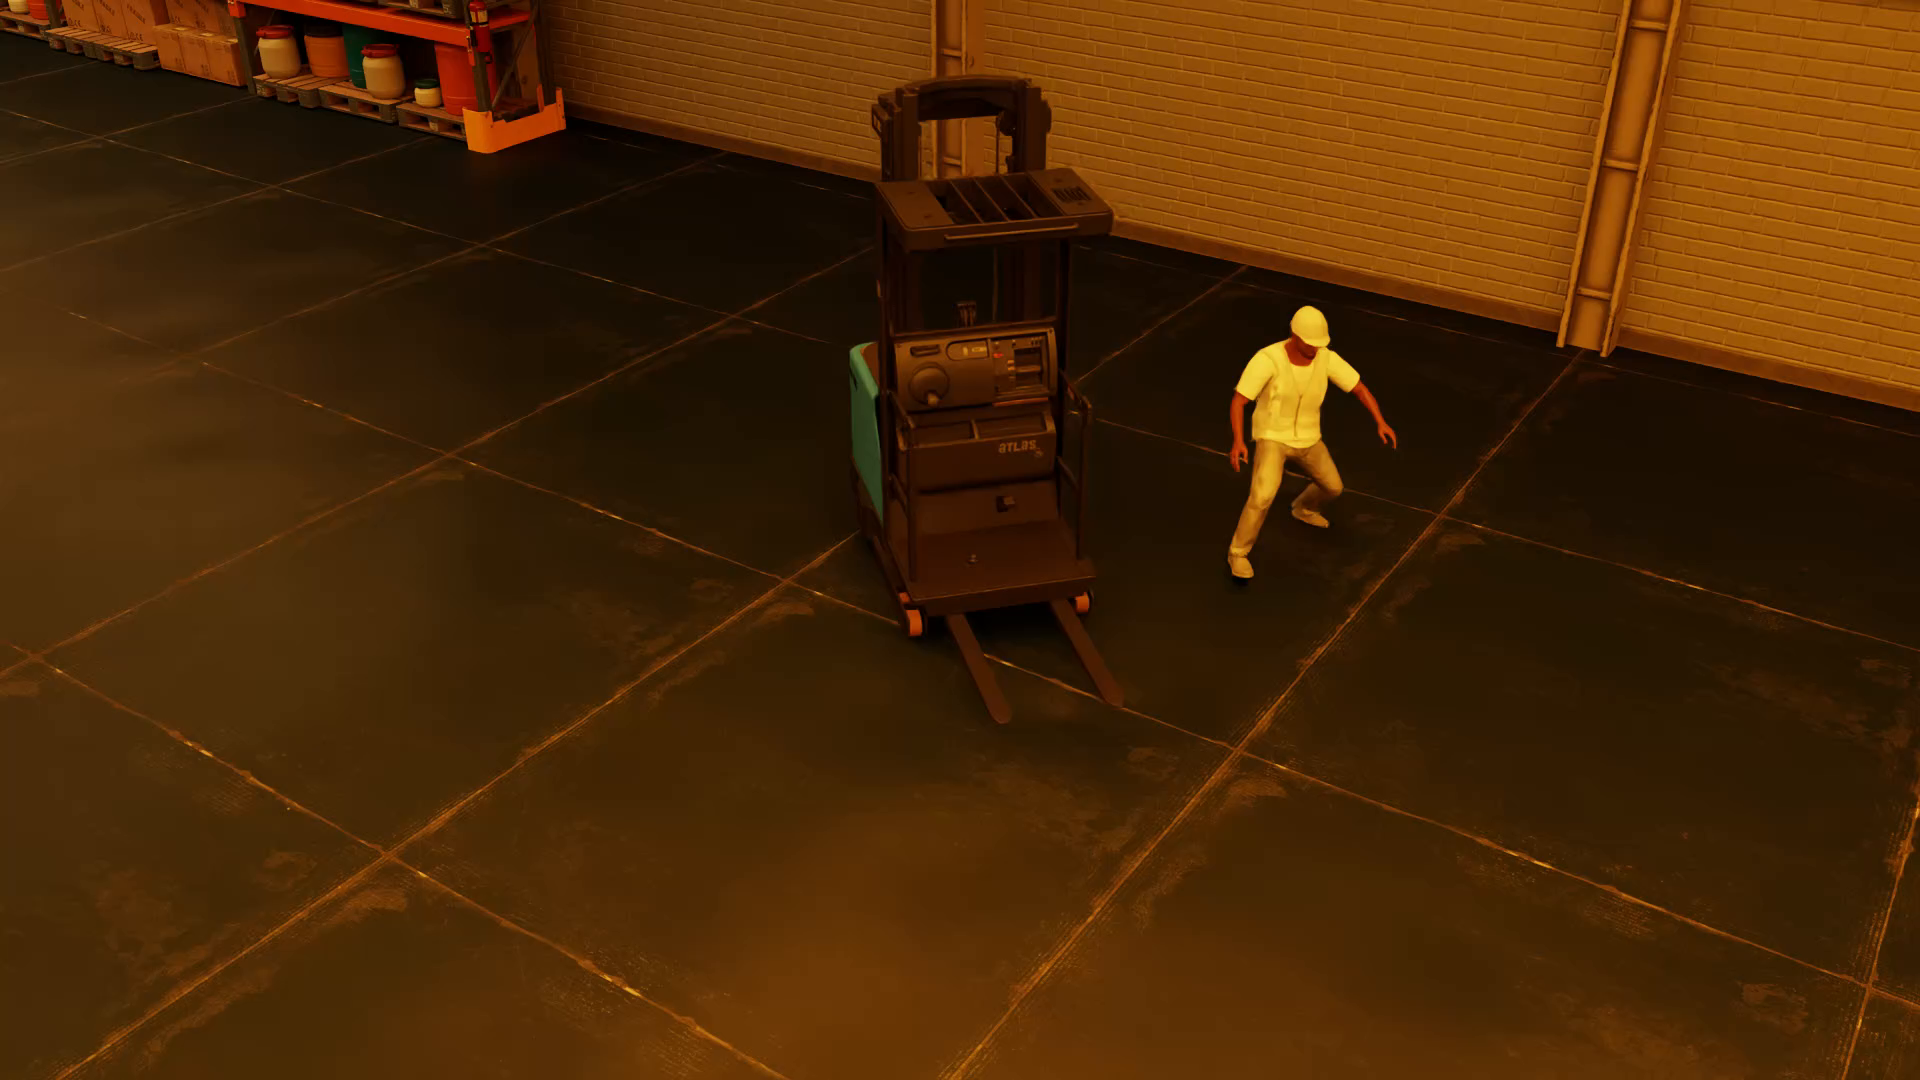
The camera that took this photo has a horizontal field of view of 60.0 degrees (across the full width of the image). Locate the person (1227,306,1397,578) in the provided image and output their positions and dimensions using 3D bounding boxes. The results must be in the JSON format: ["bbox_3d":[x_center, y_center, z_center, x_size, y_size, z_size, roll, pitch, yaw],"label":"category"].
[{"bbox_3d":[2.067,-0.621,10.032,1.021,1.643,0.825,-7,31,-11],"label":"person"}]

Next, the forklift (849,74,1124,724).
[{"bbox_3d":[0.147,-0.921,9.167,1.130,2.935,3.031,-7,31,-12],"label":"forklift"}]
